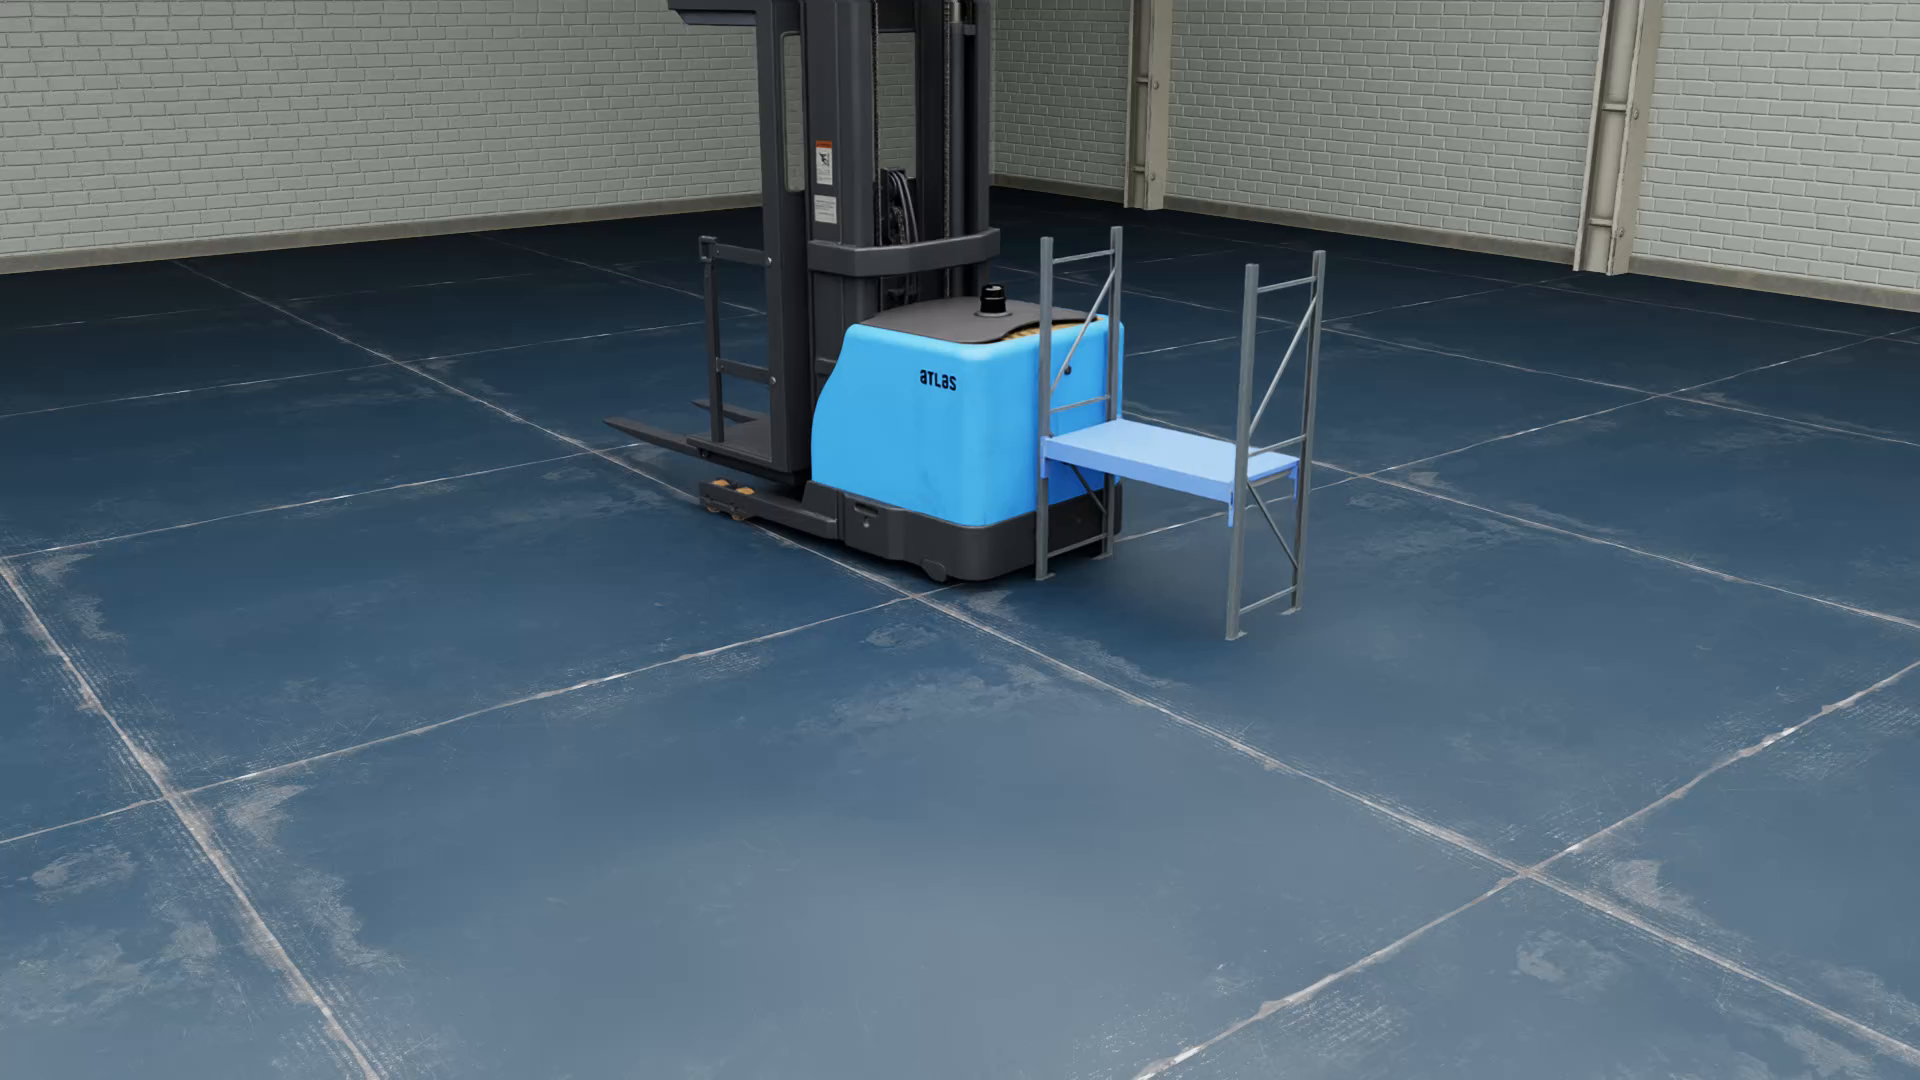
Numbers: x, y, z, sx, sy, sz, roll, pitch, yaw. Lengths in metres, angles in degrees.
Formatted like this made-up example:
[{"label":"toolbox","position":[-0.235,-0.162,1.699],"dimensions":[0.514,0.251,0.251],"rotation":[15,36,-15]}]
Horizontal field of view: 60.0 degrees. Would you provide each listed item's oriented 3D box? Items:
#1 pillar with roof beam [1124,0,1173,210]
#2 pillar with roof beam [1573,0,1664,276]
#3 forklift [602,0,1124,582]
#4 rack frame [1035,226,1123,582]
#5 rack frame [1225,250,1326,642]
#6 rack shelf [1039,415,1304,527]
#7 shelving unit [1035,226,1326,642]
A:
[{"label":"pillar with roof beam","position":[-1.179,-7.394,15.876],"dimensions":[9.100,9.000,0.400],"rotation":[-14,23,-36]},{"label":"pillar with roof beam","position":[2.546,-5.915,11.411],"dimensions":[9.100,9.000,0.400],"rotation":[-14,23,-36]},{"label":"forklift","position":[-0.654,-1.585,7.985],"dimensions":[3.031,2.935,1.130],"rotation":[17,25,41]},{"label":"rack frame","position":[0.518,-0.587,7.250],"dimensions":[0.032,1.500,0.500],"rotation":[17,25,41]},{"label":"rack frame","position":[1.246,-0.364,6.576],"dimensions":[0.032,1.500,0.500],"rotation":[17,25,41]},{"label":"rack shelf","position":[0.882,-0.305,6.970],"dimensions":[1.000,0.185,0.538],"rotation":[17,25,41]},{"label":"shelving unit","position":[0.882,-0.476,6.913],"dimensions":[1.048,1.500,0.538],"rotation":[17,25,41]}]
